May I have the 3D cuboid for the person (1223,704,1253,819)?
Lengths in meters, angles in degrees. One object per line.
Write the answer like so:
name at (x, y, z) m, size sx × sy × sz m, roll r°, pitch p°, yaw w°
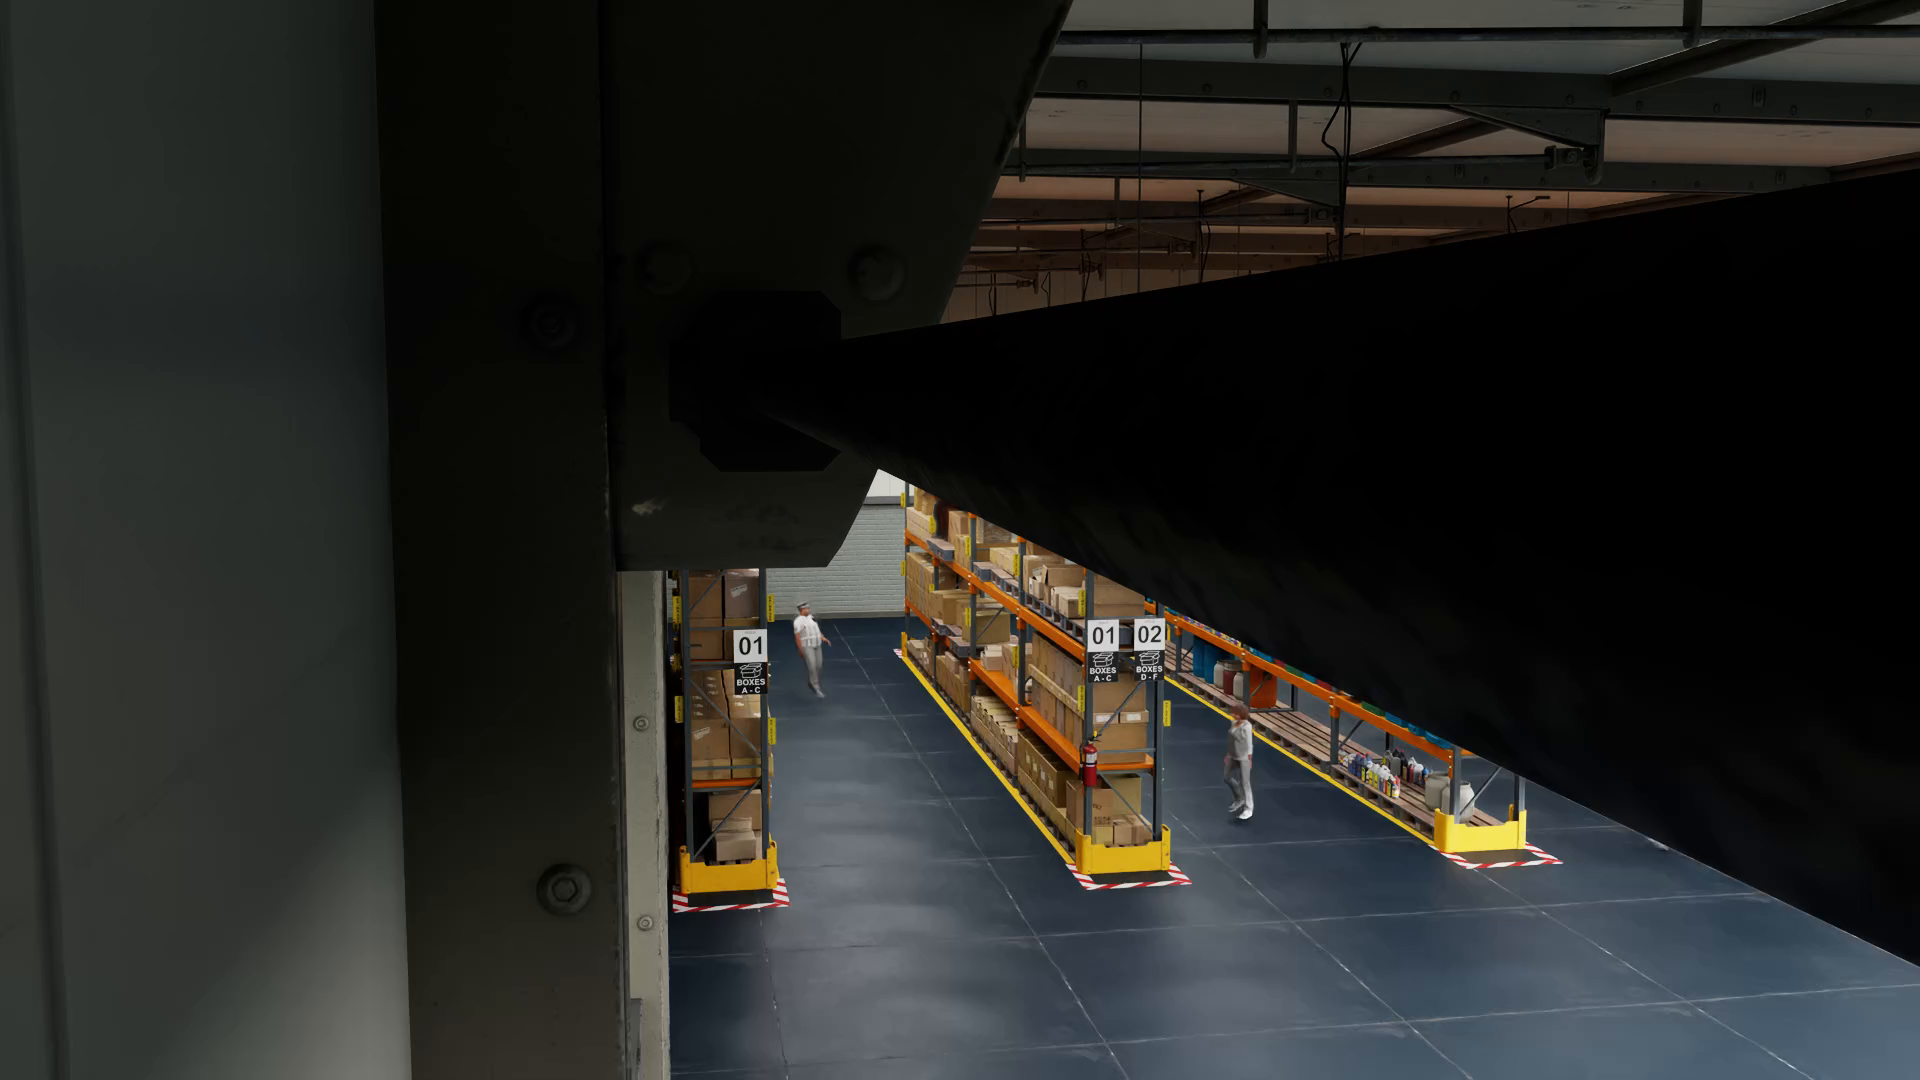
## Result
person at (3.951, 3.091, 23.460) m, size 0.363 × 1.603 × 0.491 m, roll -3°, pitch 7°, yaw -28°

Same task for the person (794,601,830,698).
person at (-2.773, 2.052, 31.572) m, size 0.780 × 1.780 × 0.584 m, roll 5°, pitch 8°, yaw 42°

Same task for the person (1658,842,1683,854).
person at (9.458, 3.278, 21.735) m, size 0.560 × 1.699 × 0.456 m, roll 2°, pitch 6°, yaw 20°
